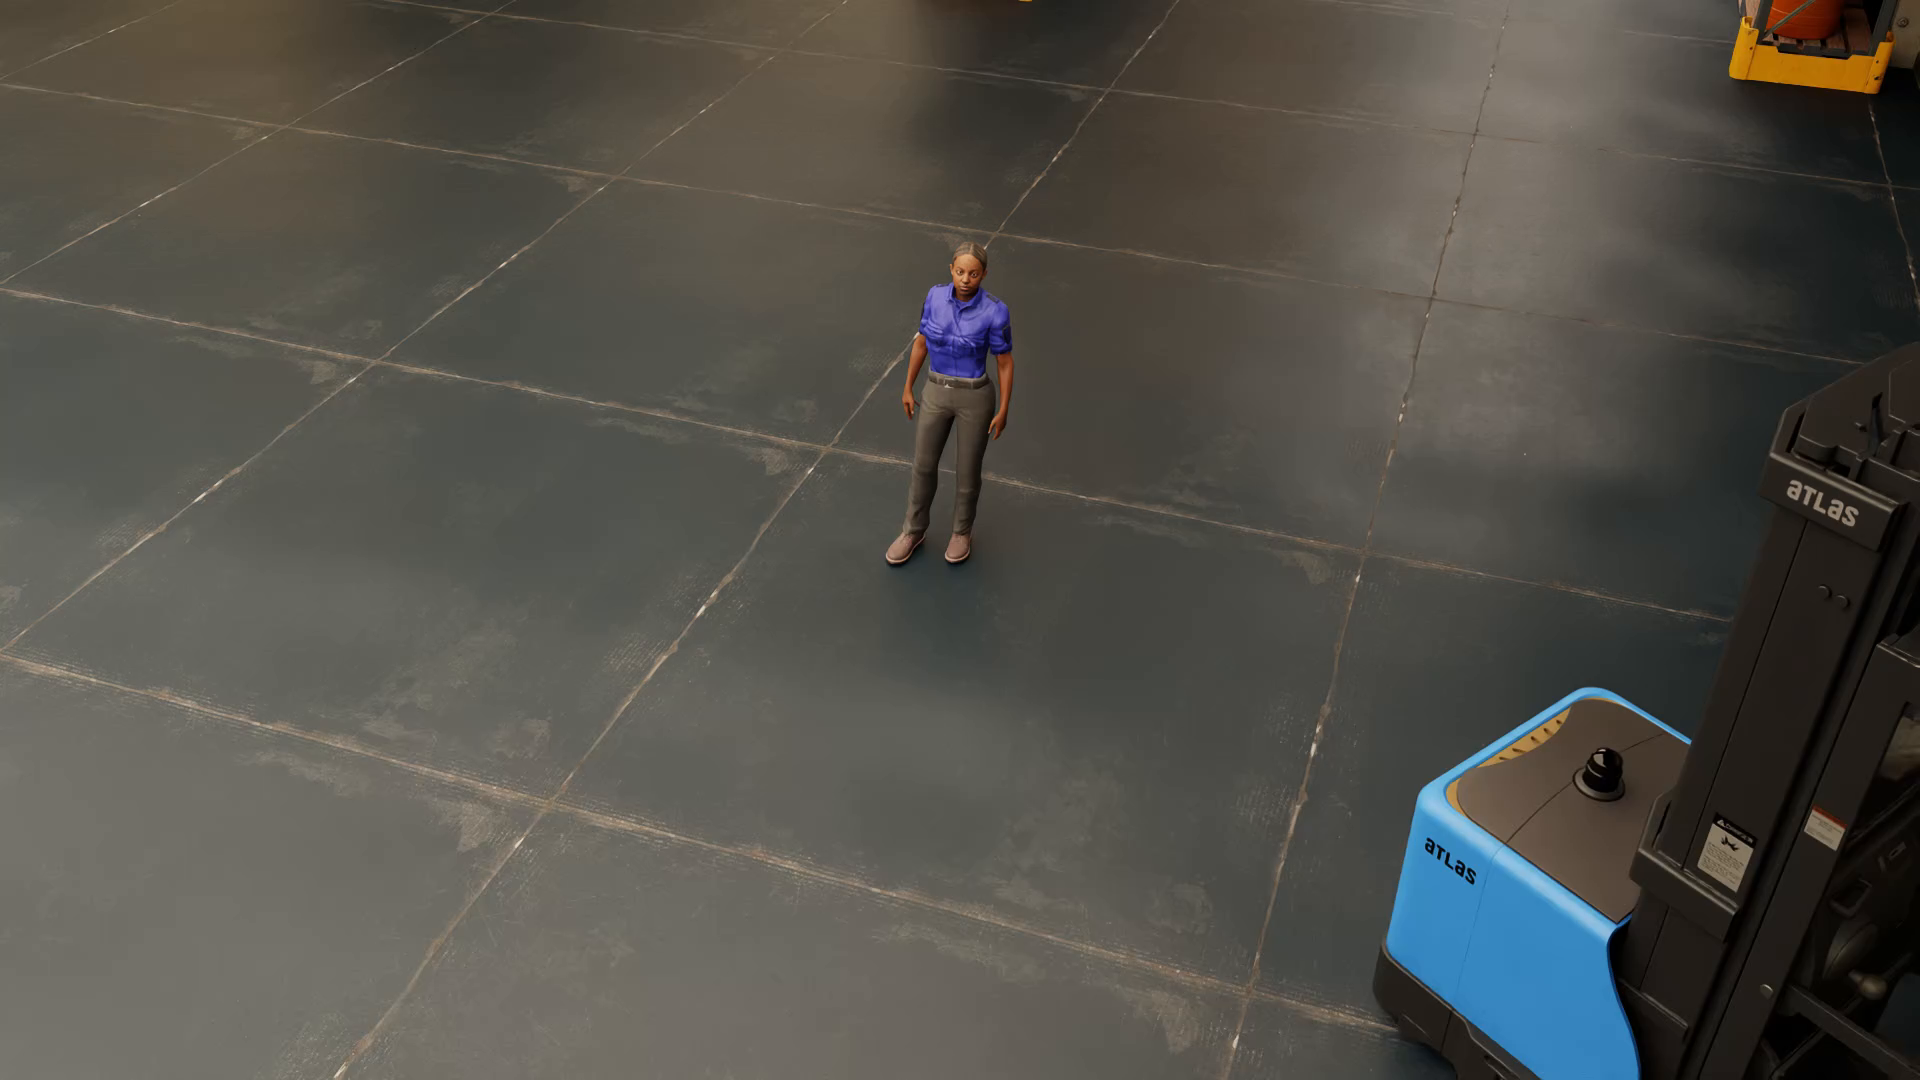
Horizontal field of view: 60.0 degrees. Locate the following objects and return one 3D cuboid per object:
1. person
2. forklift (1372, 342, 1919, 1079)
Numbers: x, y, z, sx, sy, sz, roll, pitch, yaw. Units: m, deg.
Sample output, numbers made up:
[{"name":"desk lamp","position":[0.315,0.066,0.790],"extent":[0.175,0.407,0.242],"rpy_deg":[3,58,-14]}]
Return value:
[{"name":"person","position":[-0.047,-0.636,8.100],"extent":[0.570,1.656,0.503],"rpy_deg":[12,37,16]},{"name":"forklift","position":[2.815,1.041,4.642],"extent":[1.130,2.935,3.031],"rpy_deg":[-23,42,-29]}]
